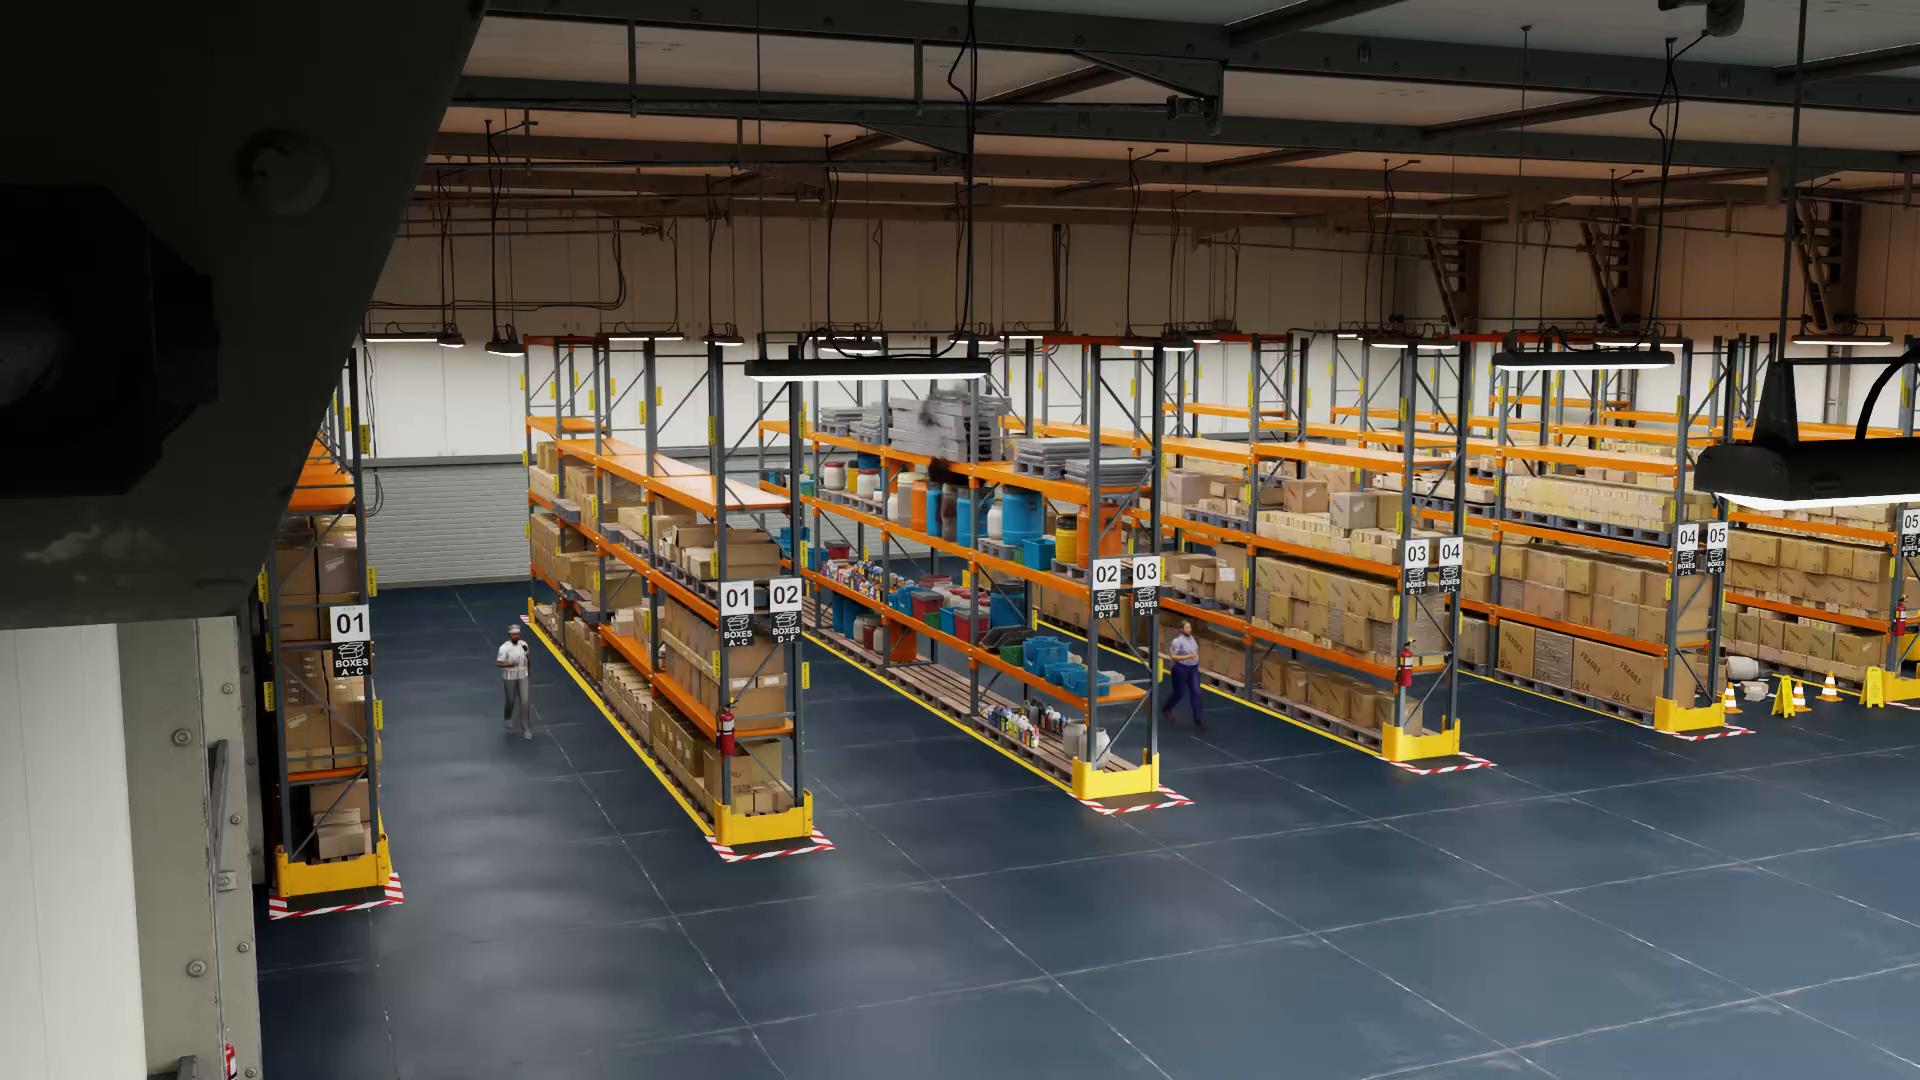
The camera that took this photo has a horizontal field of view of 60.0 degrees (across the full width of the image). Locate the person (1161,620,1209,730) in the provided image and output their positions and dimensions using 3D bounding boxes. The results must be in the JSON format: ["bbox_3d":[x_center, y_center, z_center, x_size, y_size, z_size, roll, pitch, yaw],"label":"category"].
[{"bbox_3d":[3.497,2.066,25.792,0.602,1.632,0.913,-5,9,-34],"label":"person"}]

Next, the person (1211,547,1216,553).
[{"bbox_3d":[6.585,-0.097,42.378,0.638,1.617,0.644,-3,8,-22],"label":"person"}]

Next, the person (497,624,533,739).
[{"bbox_3d":[-6.739,2.110,25.242,0.575,1.696,0.909,-4,9,-30],"label":"person"}]
